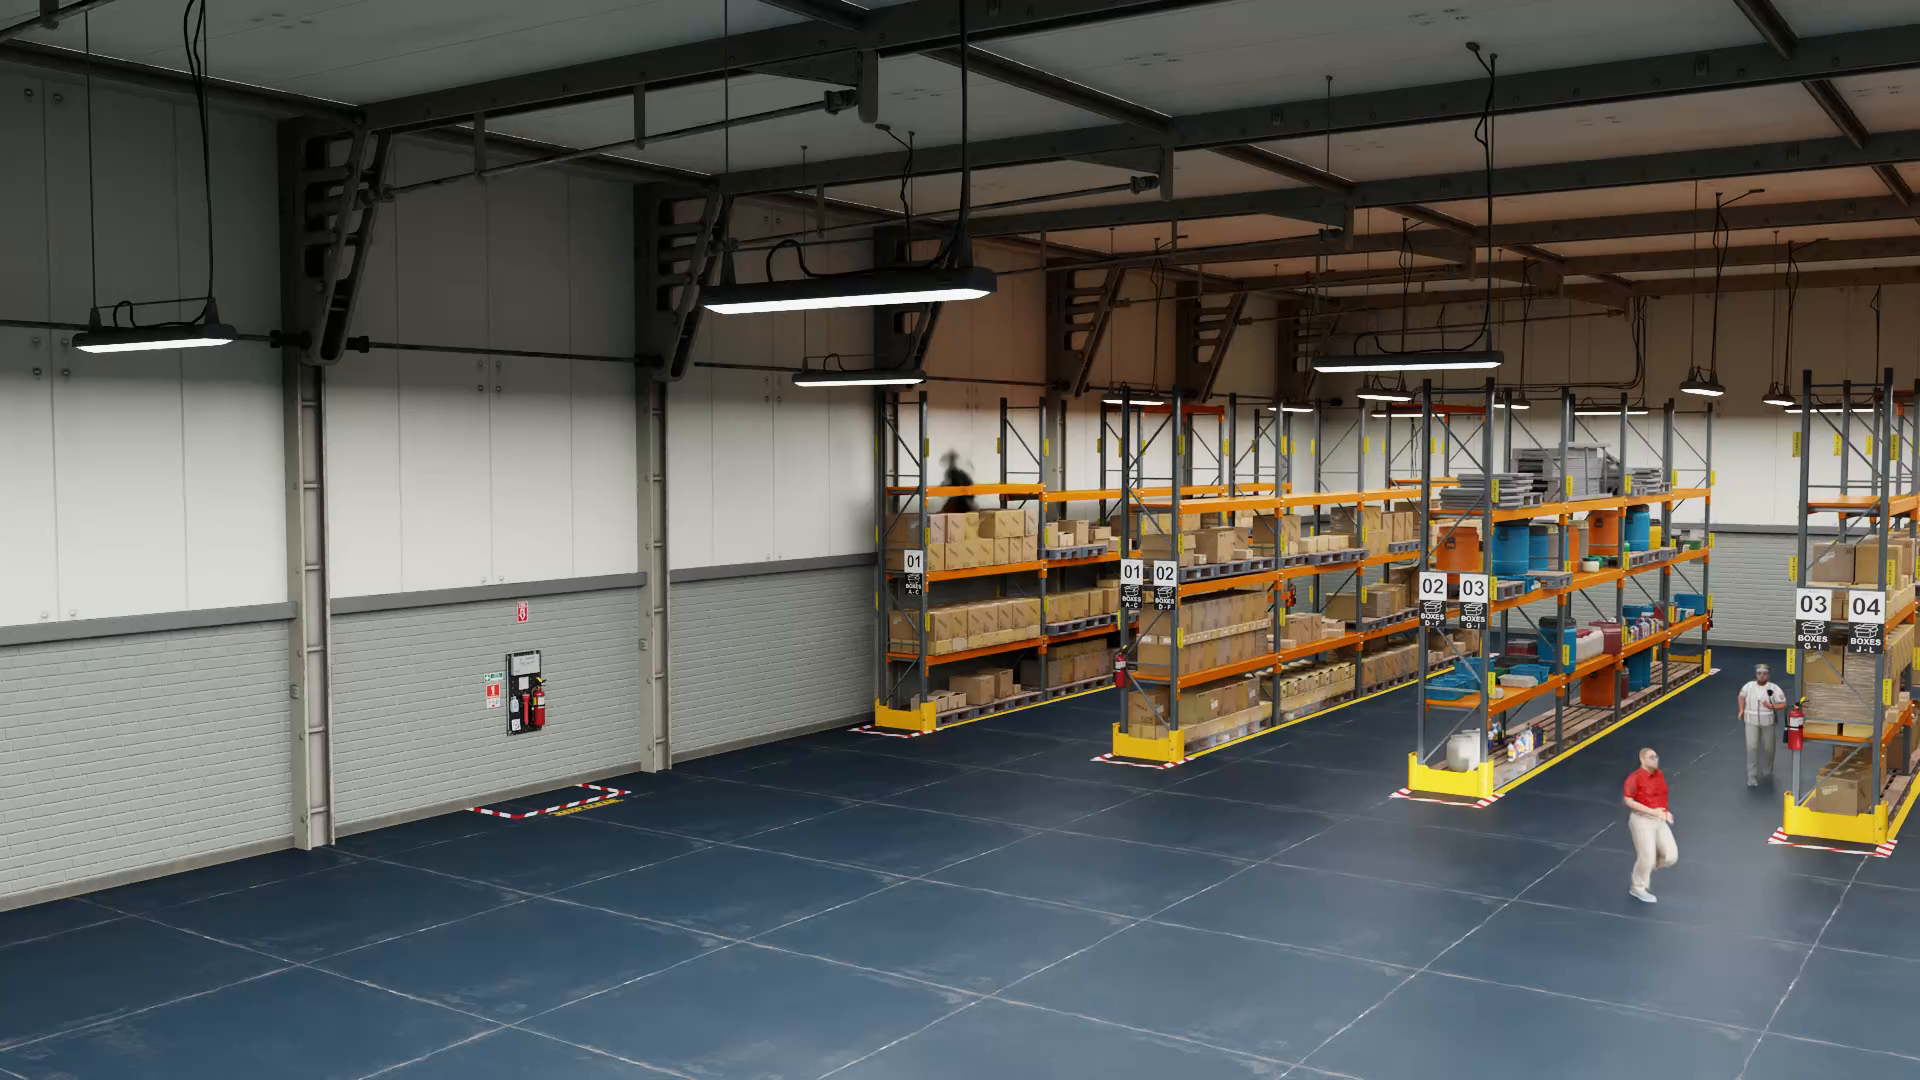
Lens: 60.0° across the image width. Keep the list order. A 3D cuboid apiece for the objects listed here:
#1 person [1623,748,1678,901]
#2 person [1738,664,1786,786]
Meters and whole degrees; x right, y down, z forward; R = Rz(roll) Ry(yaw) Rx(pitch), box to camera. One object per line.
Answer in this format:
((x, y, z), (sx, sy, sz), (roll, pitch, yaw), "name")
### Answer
((7.641, 3.143, 18.362), (0.658, 1.686, 0.591), (-2, 4, -26), "person")
((11.920, 2.721, 24.747), (0.662, 1.764, 0.989), (2, 4, 29), "person")
